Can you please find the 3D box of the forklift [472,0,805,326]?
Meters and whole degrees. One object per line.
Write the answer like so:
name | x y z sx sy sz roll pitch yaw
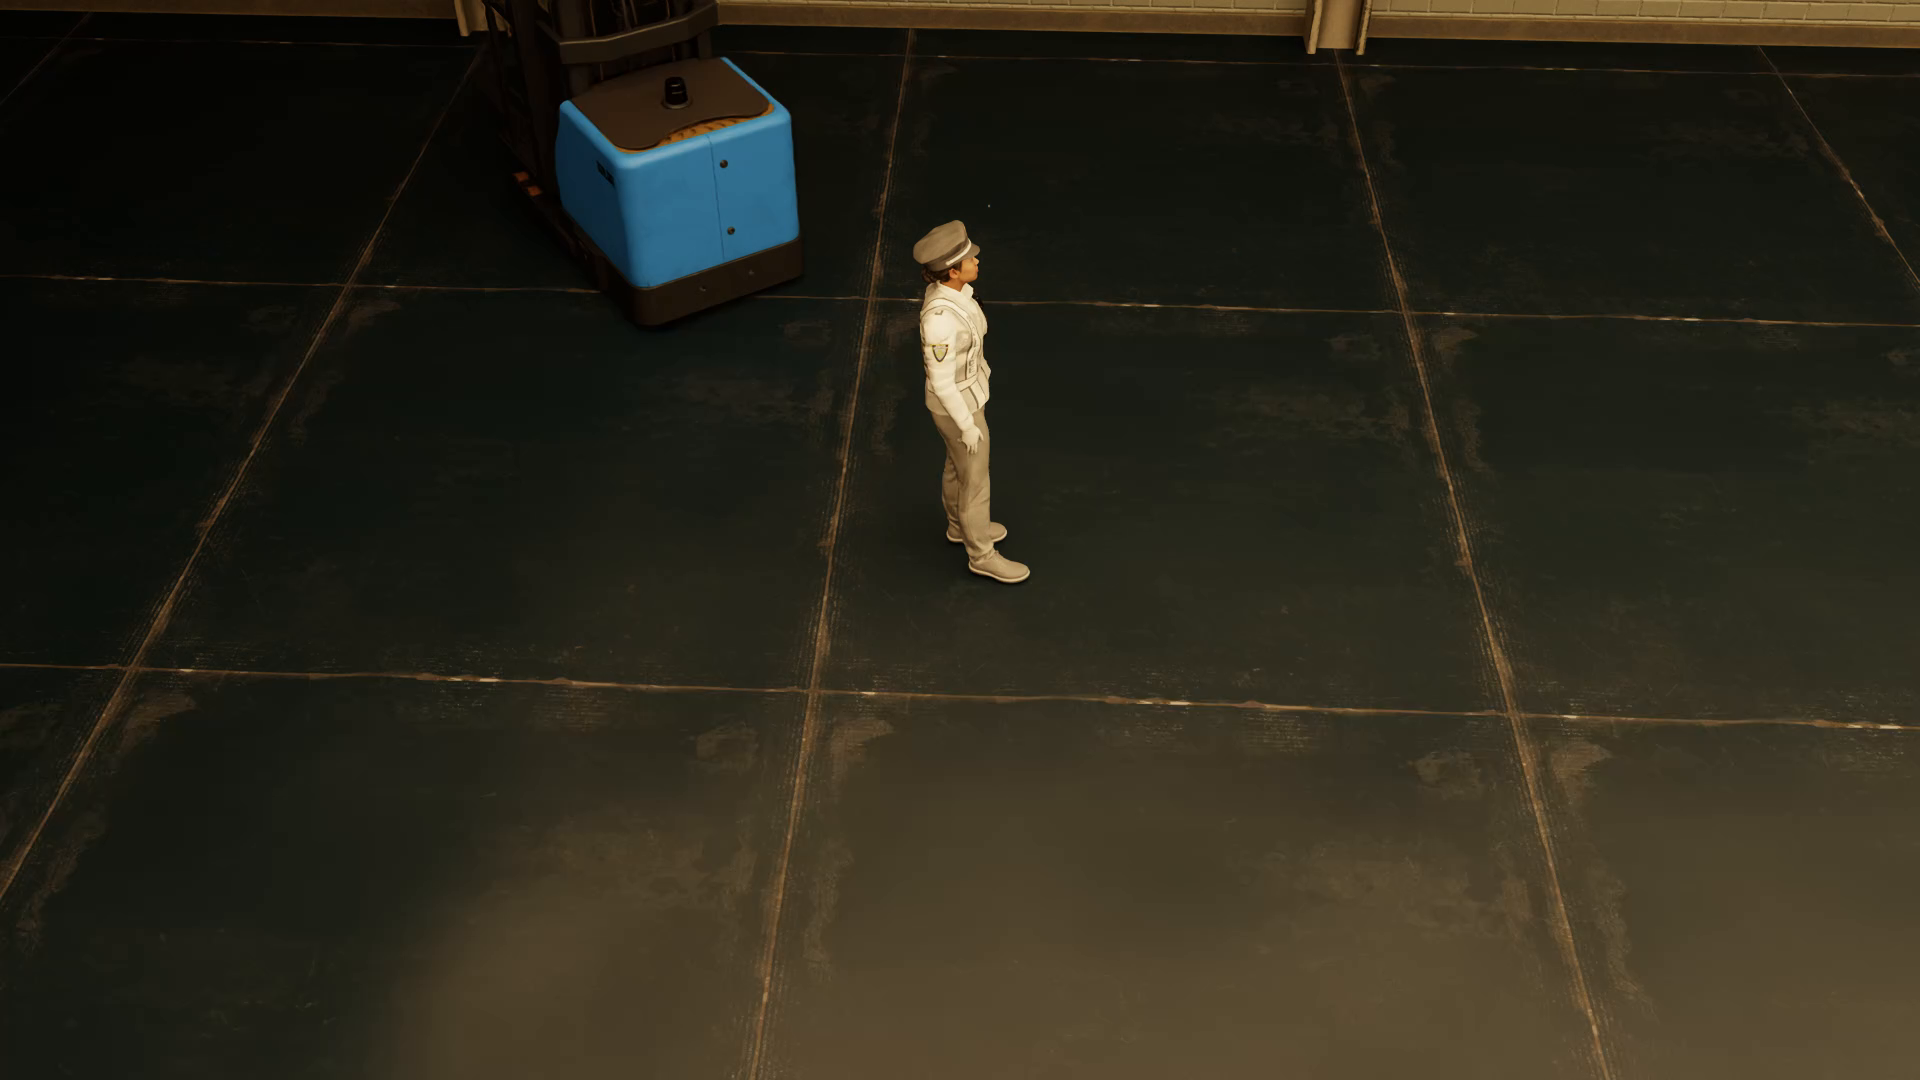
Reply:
forklift | -2.105 -3.221 9.271 1.130 2.935 3.031 -23 47 -24

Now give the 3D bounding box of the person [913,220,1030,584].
person | 0.068 -0.624 7.332 0.530 1.694 0.586 2 42 2
